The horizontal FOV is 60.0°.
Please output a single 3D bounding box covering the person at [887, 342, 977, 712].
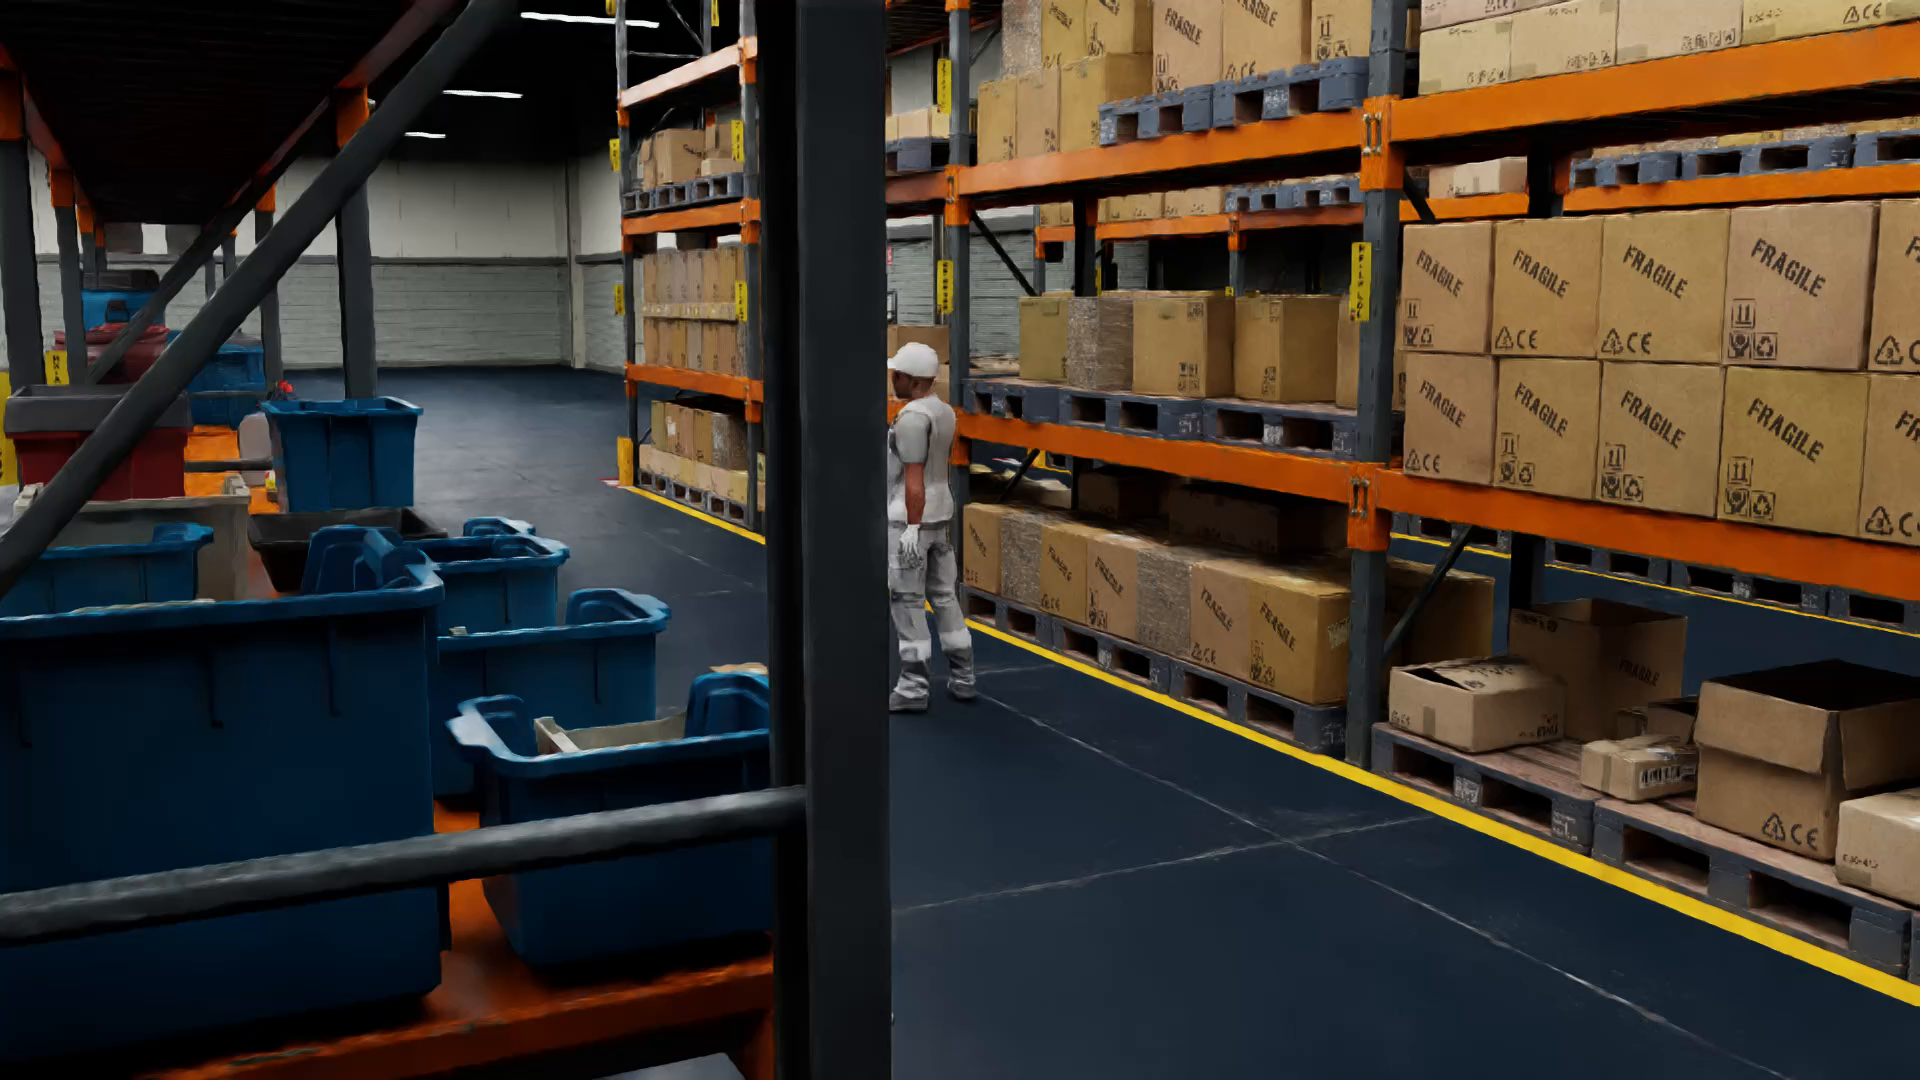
[{"bbox_3d":[-0.168,-0.076,8.190,0.428,1.791,0.662,4,9,24],"label":"person"}]
